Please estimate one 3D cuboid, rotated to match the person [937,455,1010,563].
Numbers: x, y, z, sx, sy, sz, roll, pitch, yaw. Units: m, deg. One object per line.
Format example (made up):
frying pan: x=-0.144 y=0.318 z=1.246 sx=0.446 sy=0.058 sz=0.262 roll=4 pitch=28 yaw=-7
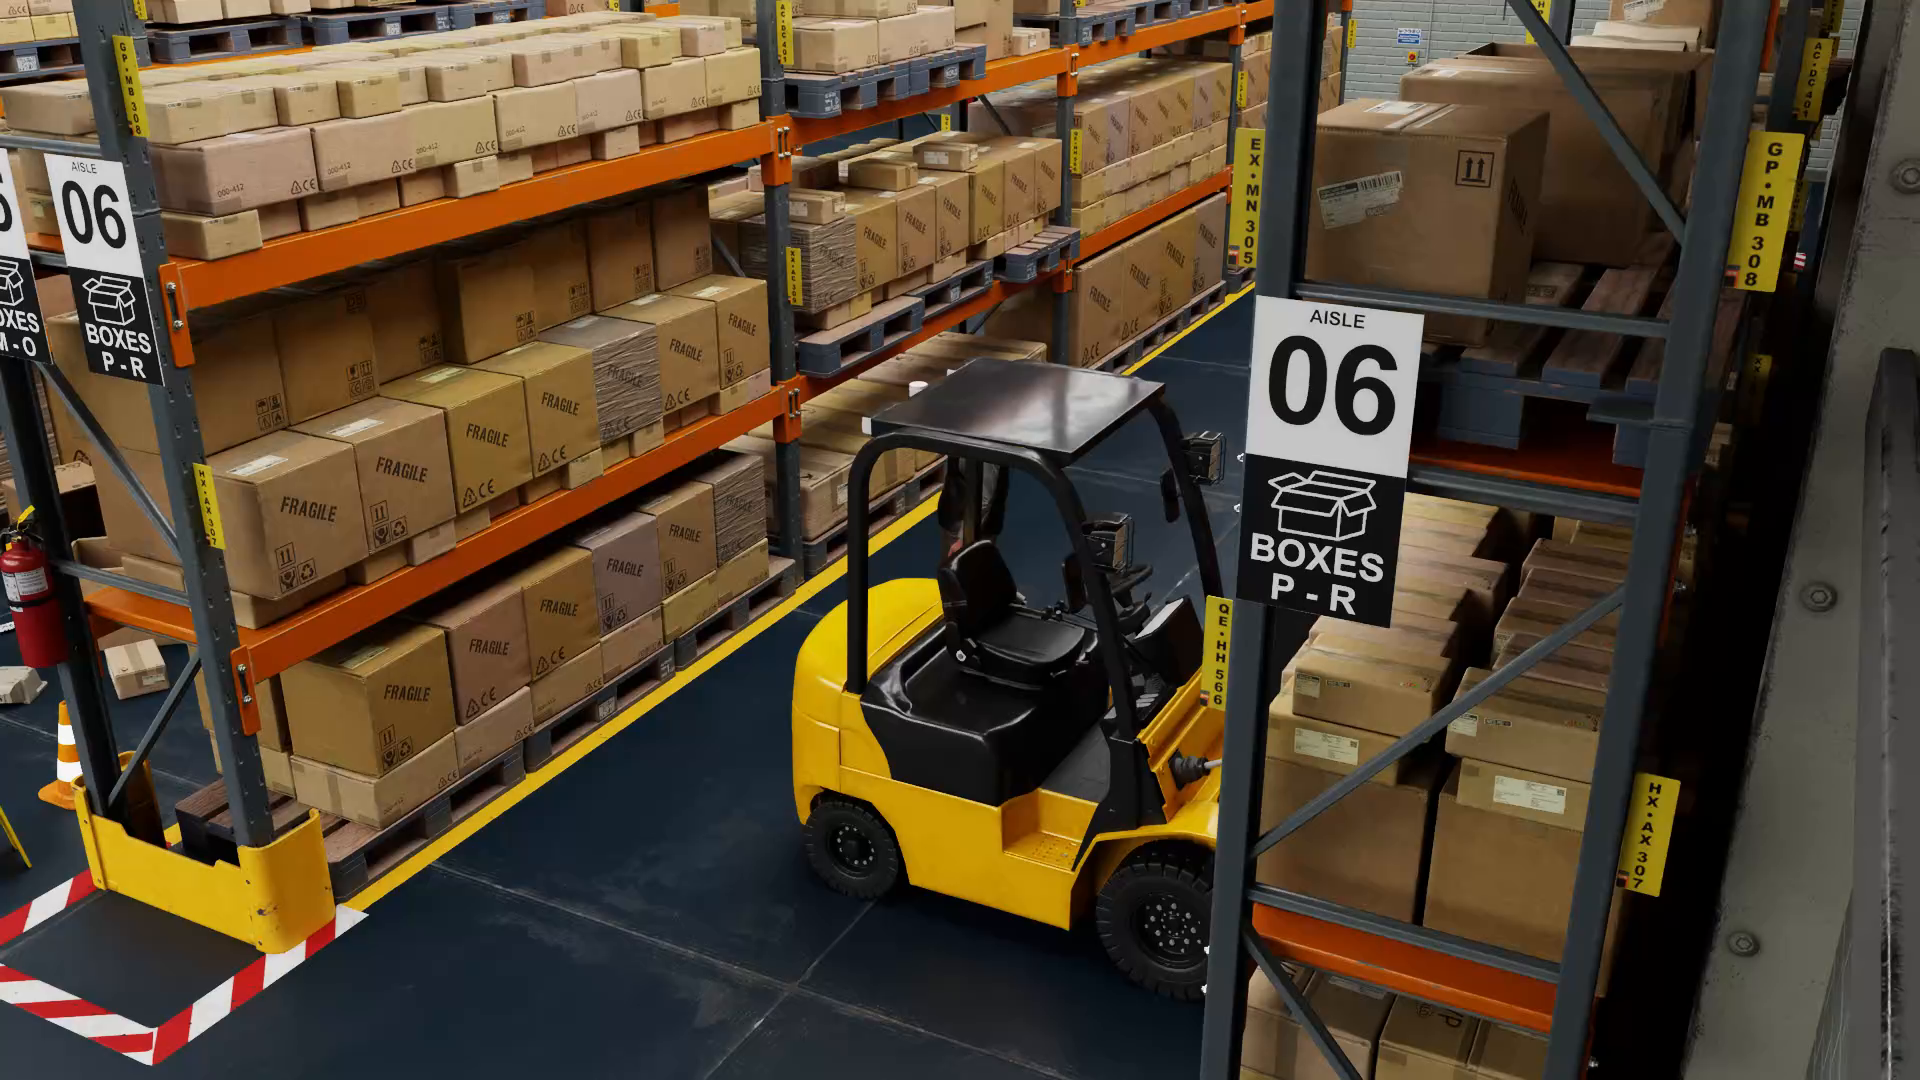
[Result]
person: x=-0.024 y=-0.066 z=8.761 sx=0.565 sy=1.723 sz=0.634 roll=-1 pitch=23 yaw=-2
